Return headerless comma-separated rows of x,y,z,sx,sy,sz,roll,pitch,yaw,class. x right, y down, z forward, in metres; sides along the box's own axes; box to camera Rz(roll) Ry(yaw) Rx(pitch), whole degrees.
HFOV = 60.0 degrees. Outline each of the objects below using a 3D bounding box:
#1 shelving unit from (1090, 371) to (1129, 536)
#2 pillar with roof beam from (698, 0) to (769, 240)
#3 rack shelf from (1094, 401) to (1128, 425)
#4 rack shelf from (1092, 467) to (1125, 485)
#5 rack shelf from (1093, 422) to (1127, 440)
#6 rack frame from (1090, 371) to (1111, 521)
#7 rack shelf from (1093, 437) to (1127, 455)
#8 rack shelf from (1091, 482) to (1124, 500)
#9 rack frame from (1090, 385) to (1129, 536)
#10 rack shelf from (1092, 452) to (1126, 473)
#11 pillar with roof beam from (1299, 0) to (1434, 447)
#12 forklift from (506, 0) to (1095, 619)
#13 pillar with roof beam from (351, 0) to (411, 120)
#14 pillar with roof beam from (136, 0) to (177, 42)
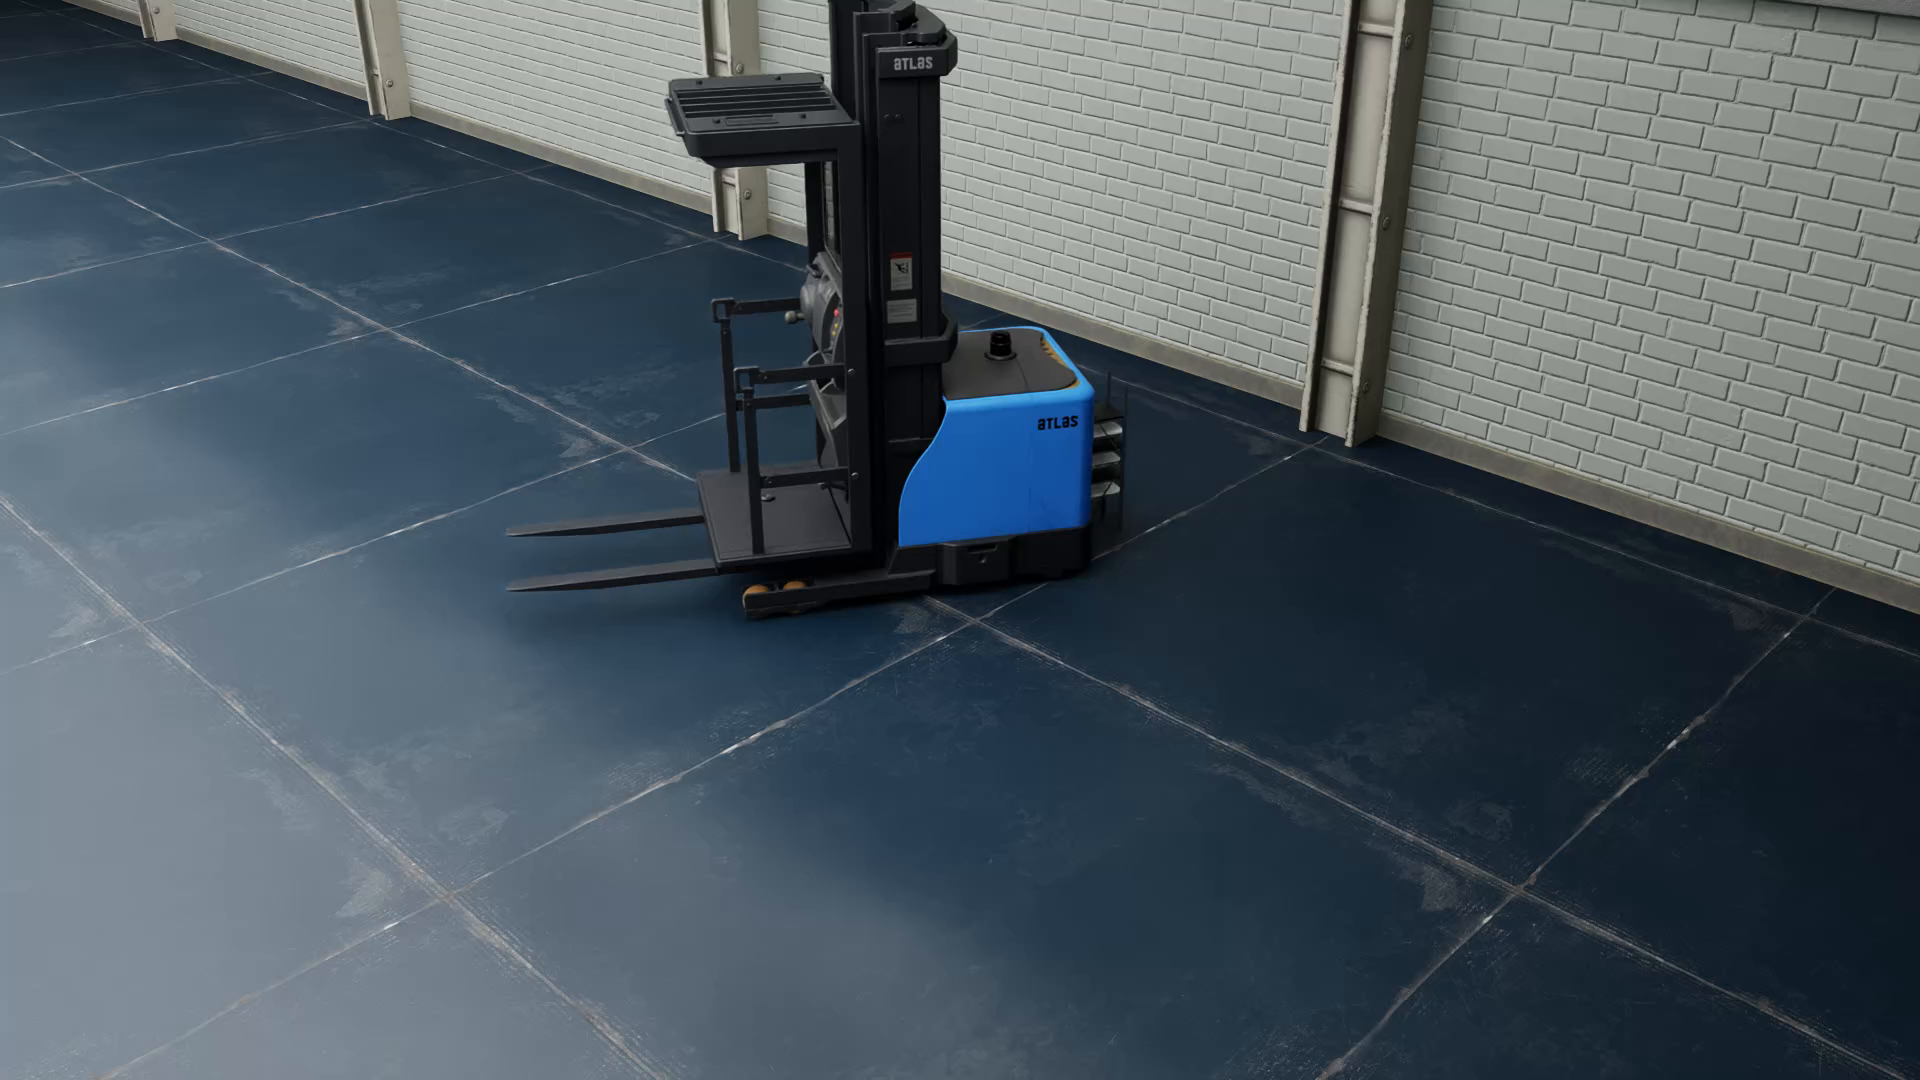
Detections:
0.752,-0.454,9.147,0.258,0.900,0.210,-11,30,-20,shelving unit
-4.891,-5.203,9.475,0.400,9.000,9.100,25,36,38,pillar with roof beam
0.752,-0.664,9.037,0.258,0.077,0.200,-11,30,-20,rack shelf
0.752,-0.345,9.204,0.258,0.077,0.200,-11,30,-20,rack shelf
0.752,-0.584,9.079,0.258,0.077,0.200,-11,30,-20,rack shelf
0.712,-0.498,9.230,0.240,0.900,0.006,-11,30,-20,rack frame
0.752,-0.504,9.120,0.258,0.077,0.200,-11,30,-20,rack shelf
0.752,-0.265,9.246,0.258,0.077,0.200,-11,30,-20,rack shelf
0.791,-0.410,9.064,0.240,0.900,0.006,-11,30,-20,rack frame
0.752,-0.425,9.162,0.258,0.077,0.200,-11,30,-20,rack shelf
-0.613,-3.245,5.752,0.400,9.000,9.100,25,36,38,pillar with roof beam
-0.872,-1.168,8.321,3.031,2.935,1.130,-6,28,-12,forklift
-9.170,-7.160,13.198,0.400,9.000,9.100,25,36,38,pillar with roof beam
-13.448,-9.118,16.922,0.400,9.000,9.100,25,36,38,pillar with roof beam
